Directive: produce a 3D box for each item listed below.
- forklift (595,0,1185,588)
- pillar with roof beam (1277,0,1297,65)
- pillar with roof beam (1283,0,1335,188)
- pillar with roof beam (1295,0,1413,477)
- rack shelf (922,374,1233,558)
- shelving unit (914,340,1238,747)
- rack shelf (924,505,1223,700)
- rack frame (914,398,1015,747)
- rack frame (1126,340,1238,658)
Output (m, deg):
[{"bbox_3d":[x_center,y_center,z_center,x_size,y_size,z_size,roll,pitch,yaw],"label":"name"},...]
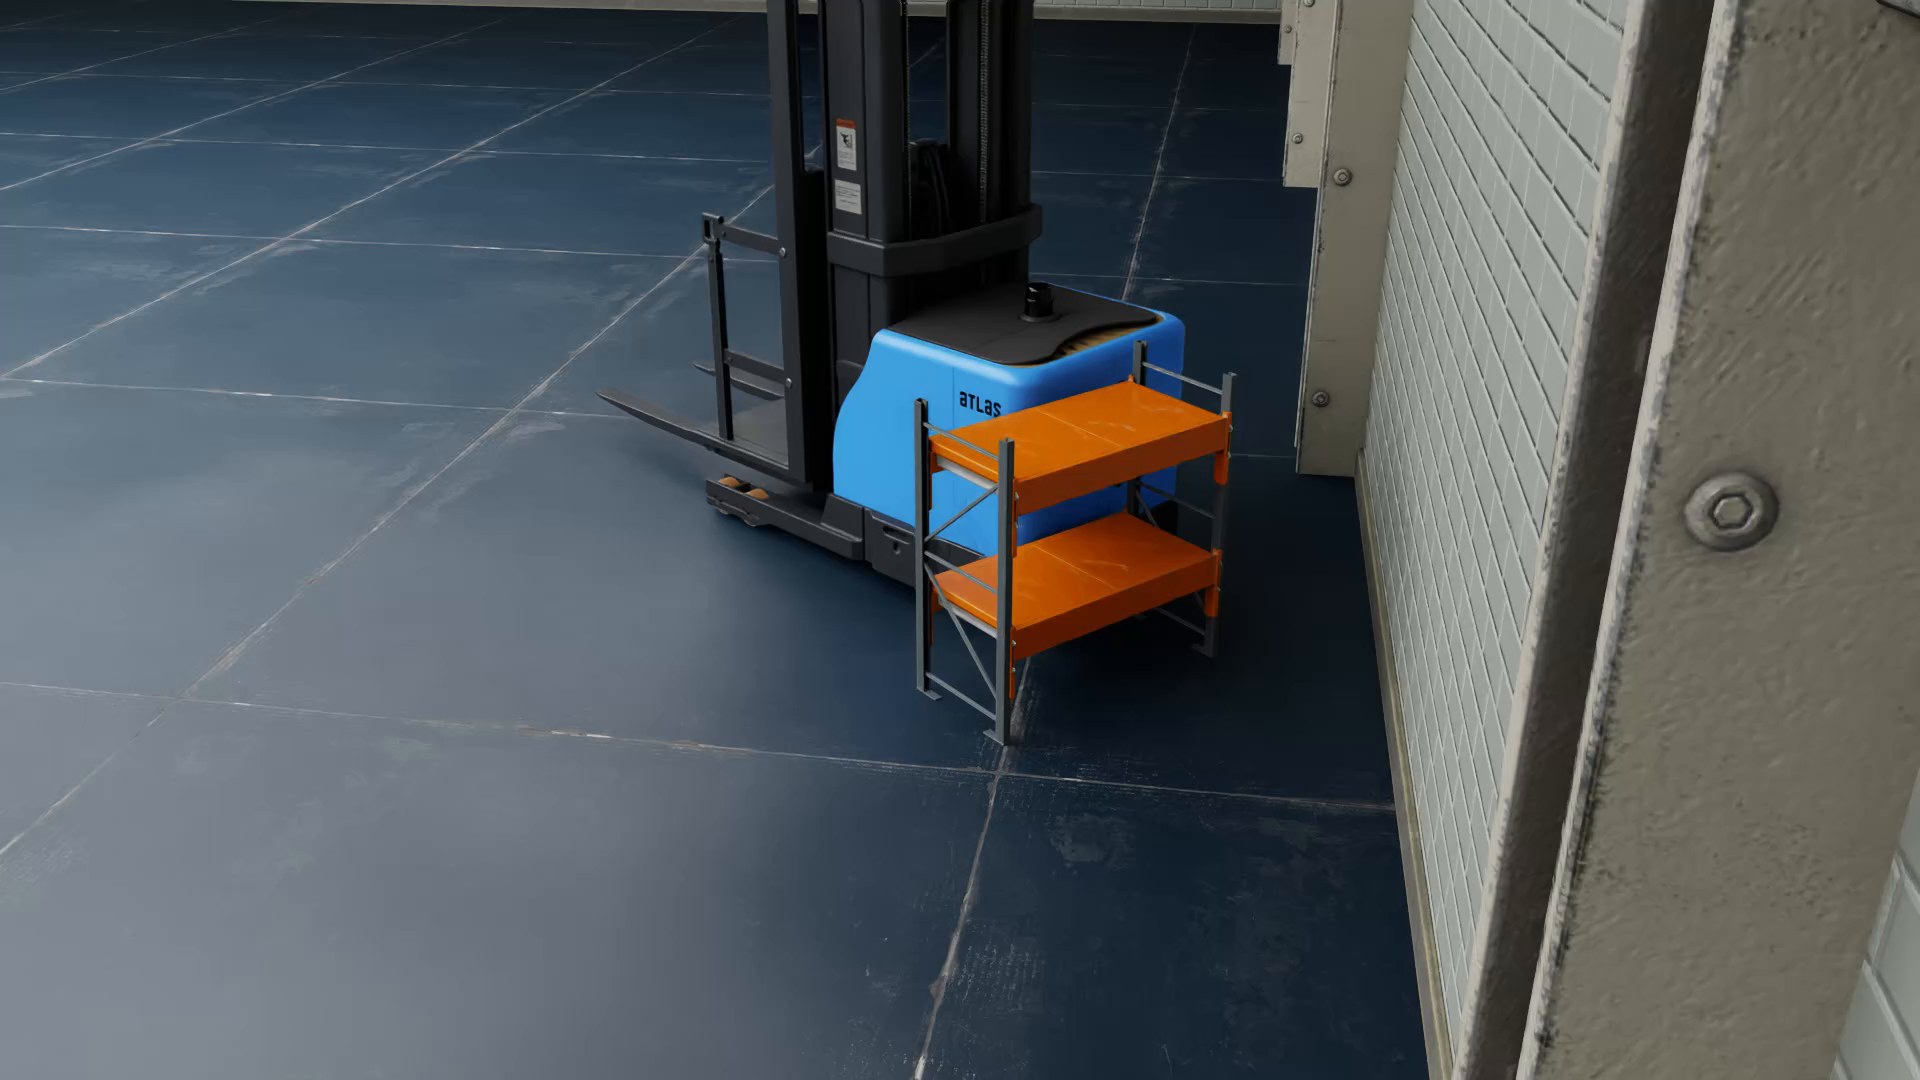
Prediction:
[{"bbox_3d":[-0.501,-1.527,7.056,3.031,2.935,1.130,22,33,39],"label":"forklift"},{"bbox_3d":[-0.499,-9.783,17.536,9.100,9.000,0.400,4,25,9],"label":"pillar with roof beam"},{"bbox_3d":[-1.479,-7.274,12.175,9.100,9.000,0.400,4,25,9],"label":"pillar with roof beam"},{"bbox_3d":[-2.460,-4.764,6.814,9.100,9.000,0.400,4,25,9],"label":"pillar with roof beam"},{"bbox_3d":[0.409,-0.282,5.836,1.000,0.278,0.538,-18,31,-34],"label":"rack shelf"},{"bbox_3d":[0.409,-0.017,5.960,1.048,1.125,0.538,-18,31,-34],"label":"shelving unit"},{"bbox_3d":[0.409,0.204,6.064,1.000,0.278,0.538,-18,31,-34],"label":"rack shelf"},{"bbox_3d":[0.008,0.115,5.677,0.032,1.125,0.500,-18,31,-34],"label":"rack frame"},{"bbox_3d":[0.811,-0.150,6.243,0.032,1.125,0.500,-18,31,-34],"label":"rack frame"}]
